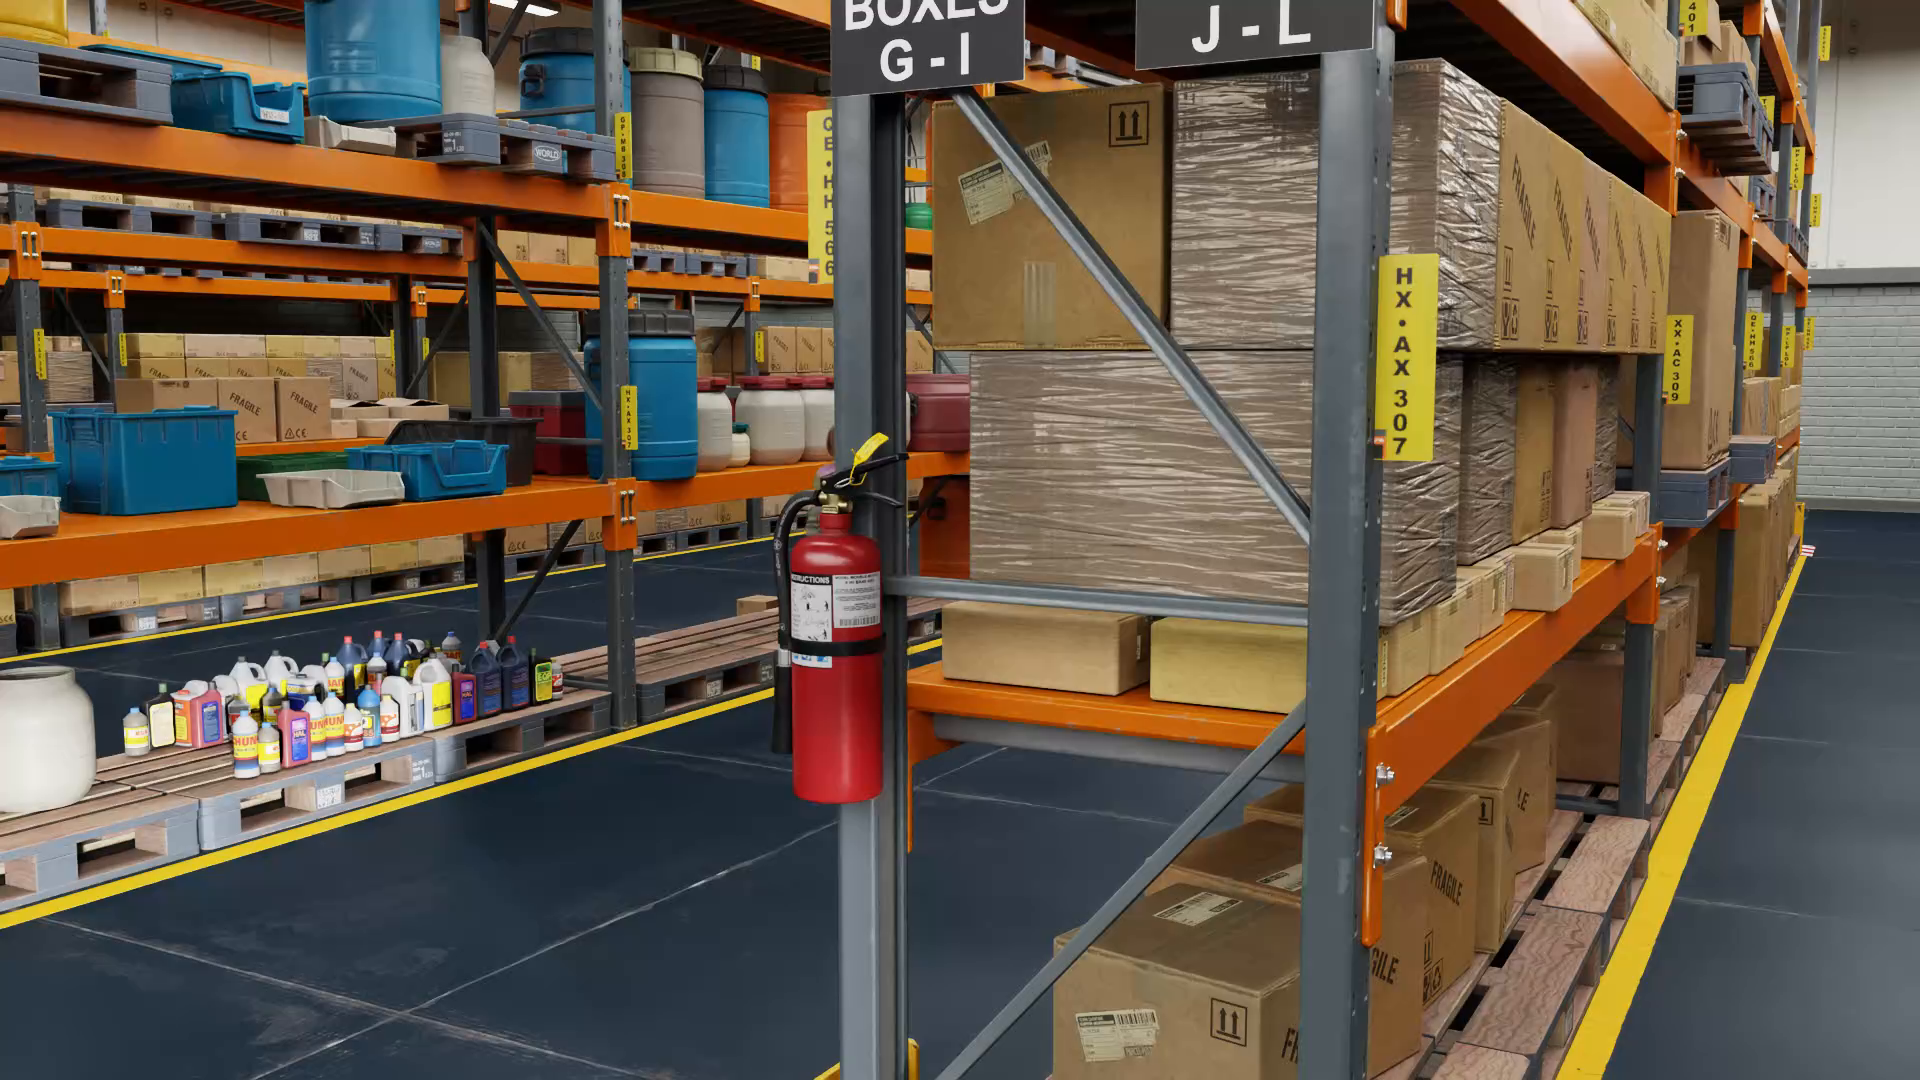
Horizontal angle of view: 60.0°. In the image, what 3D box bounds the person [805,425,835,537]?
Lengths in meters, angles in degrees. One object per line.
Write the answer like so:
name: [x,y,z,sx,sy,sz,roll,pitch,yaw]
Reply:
person: [-0.617,0.174,8.890,0.419,1.628,0.450,2,6,14]
